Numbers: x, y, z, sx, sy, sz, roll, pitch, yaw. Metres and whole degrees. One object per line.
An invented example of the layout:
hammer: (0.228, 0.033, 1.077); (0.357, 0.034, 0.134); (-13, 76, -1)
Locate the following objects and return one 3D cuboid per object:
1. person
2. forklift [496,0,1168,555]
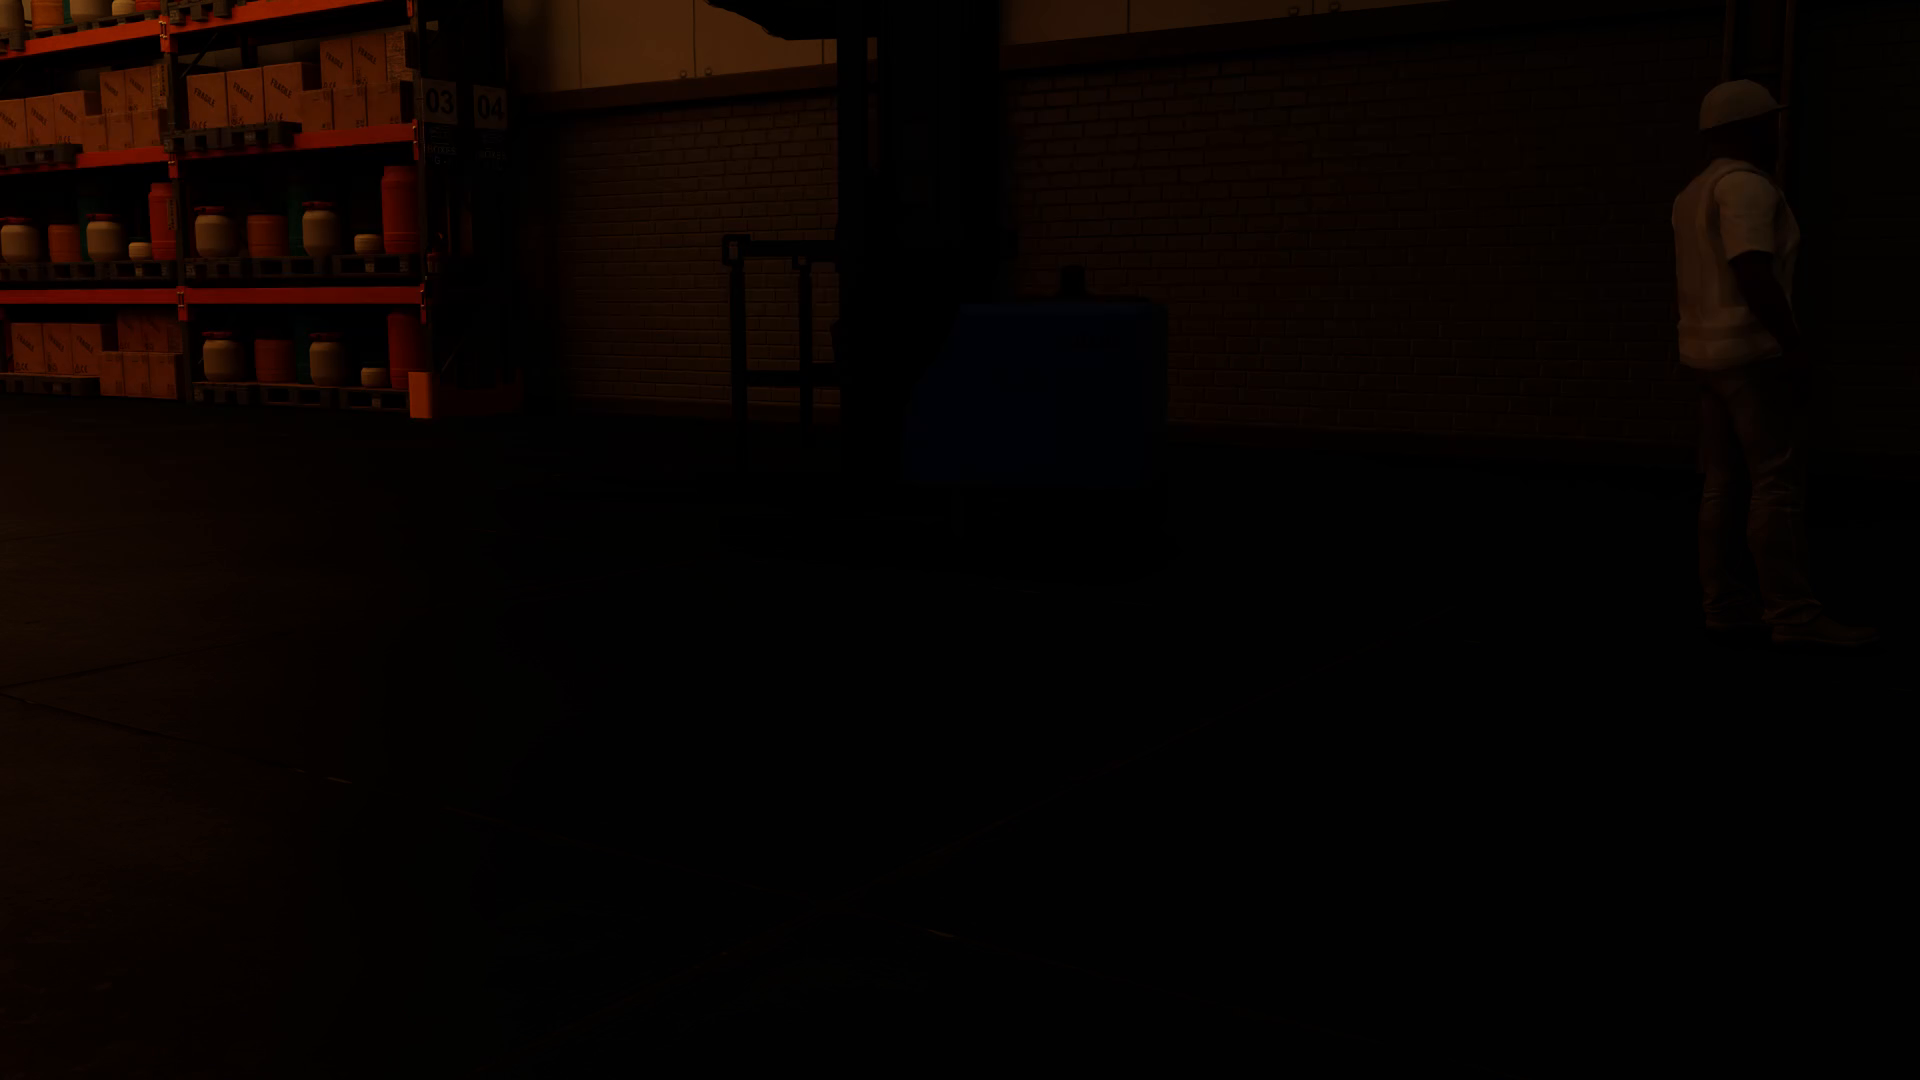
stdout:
person: (2.588, -0.576, 5.331); (0.575, 1.767, 0.665); (0, 8, 3)
forklift: (-0.596, -1.469, 7.520); (3.031, 2.935, 1.130); (2, 8, 12)
